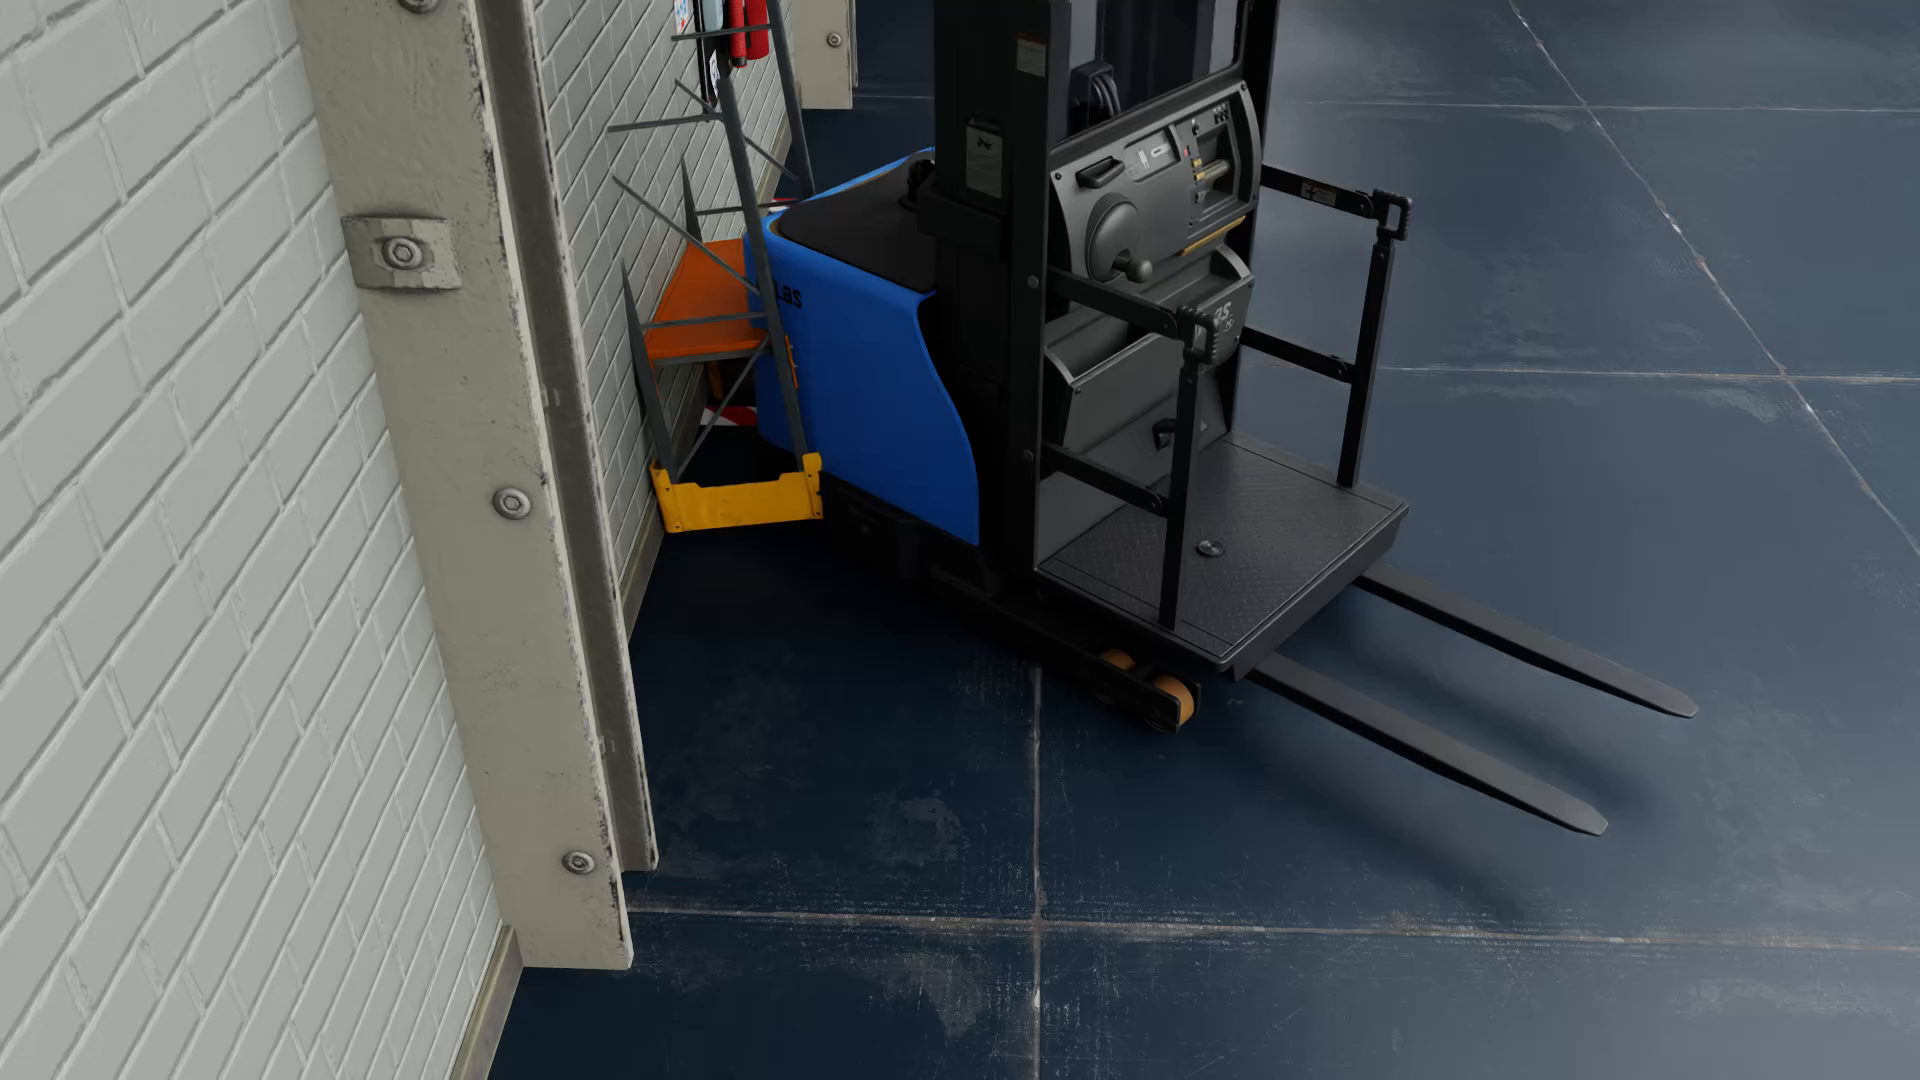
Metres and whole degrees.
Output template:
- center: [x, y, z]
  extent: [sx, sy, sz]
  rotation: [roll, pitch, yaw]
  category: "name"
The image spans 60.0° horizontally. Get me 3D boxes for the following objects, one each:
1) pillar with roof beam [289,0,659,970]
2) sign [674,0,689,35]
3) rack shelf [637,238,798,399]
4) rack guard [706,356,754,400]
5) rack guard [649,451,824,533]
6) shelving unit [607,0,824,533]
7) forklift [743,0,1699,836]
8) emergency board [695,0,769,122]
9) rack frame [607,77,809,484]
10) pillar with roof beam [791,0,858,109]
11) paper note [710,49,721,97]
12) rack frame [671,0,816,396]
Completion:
- center: [3.320, -2.614, 1.643]
  extent: [9.100, 9.000, 0.400]
  rotation: [1, 35, 2]
  category: "pillar with roof beam"
- center: [-1.003, -1.986, 5.936]
  extent: [0.001, 0.329, 0.234]
  rotation: [1, 35, 2]
  category: "sign"
- center: [-0.774, -0.811, 5.821]
  extent: [0.538, 0.185, 1.000]
  rotation: [-5, 31, 6]
  category: "rack shelf"
- center: [-0.693, -0.700, 6.482]
  extent: [0.587, 0.250, 0.087]
  rotation: [-5, 31, 6]
  category: "rack guard"
- center: [-0.735, -0.178, 5.634]
  extent: [0.587, 0.250, 0.087]
  rotation: [-5, 31, 6]
  category: "rack guard"
- center: [-0.798, -0.968, 5.736]
  extent: [0.587, 1.500, 1.083]
  rotation: [-5, 31, 6]
  category: "shelving unit"
- center: [0.727, -0.973, 4.585]
  extent: [3.031, 2.935, 1.130]
  rotation: [27, 43, 33]
  category: "forklift"
- center: [-0.878, -2.287, 6.395]
  extent: [0.194, 1.169, 0.643]
  rotation: [1, 35, 2]
  category: "emergency board"
- center: [-0.820, -0.696, 5.296]
  extent: [0.500, 1.500, 0.032]
  rotation: [-5, 31, 6]
  category: "rack frame"
- center: [3.561, -6.061, 6.548]
  extent: [9.100, 9.000, 0.400]
  rotation: [1, 35, 2]
  category: "pillar with roof beam"
- center: [-0.954, -1.826, 6.506]
  extent: [0.016, 0.148, 0.142]
  rotation: [1, 35, 2]
  category: "paper note"
- center: [-0.777, -1.229, 6.161]
  extent: [0.500, 1.500, 0.032]
  rotation: [-5, 31, 6]
  category: "rack frame"
